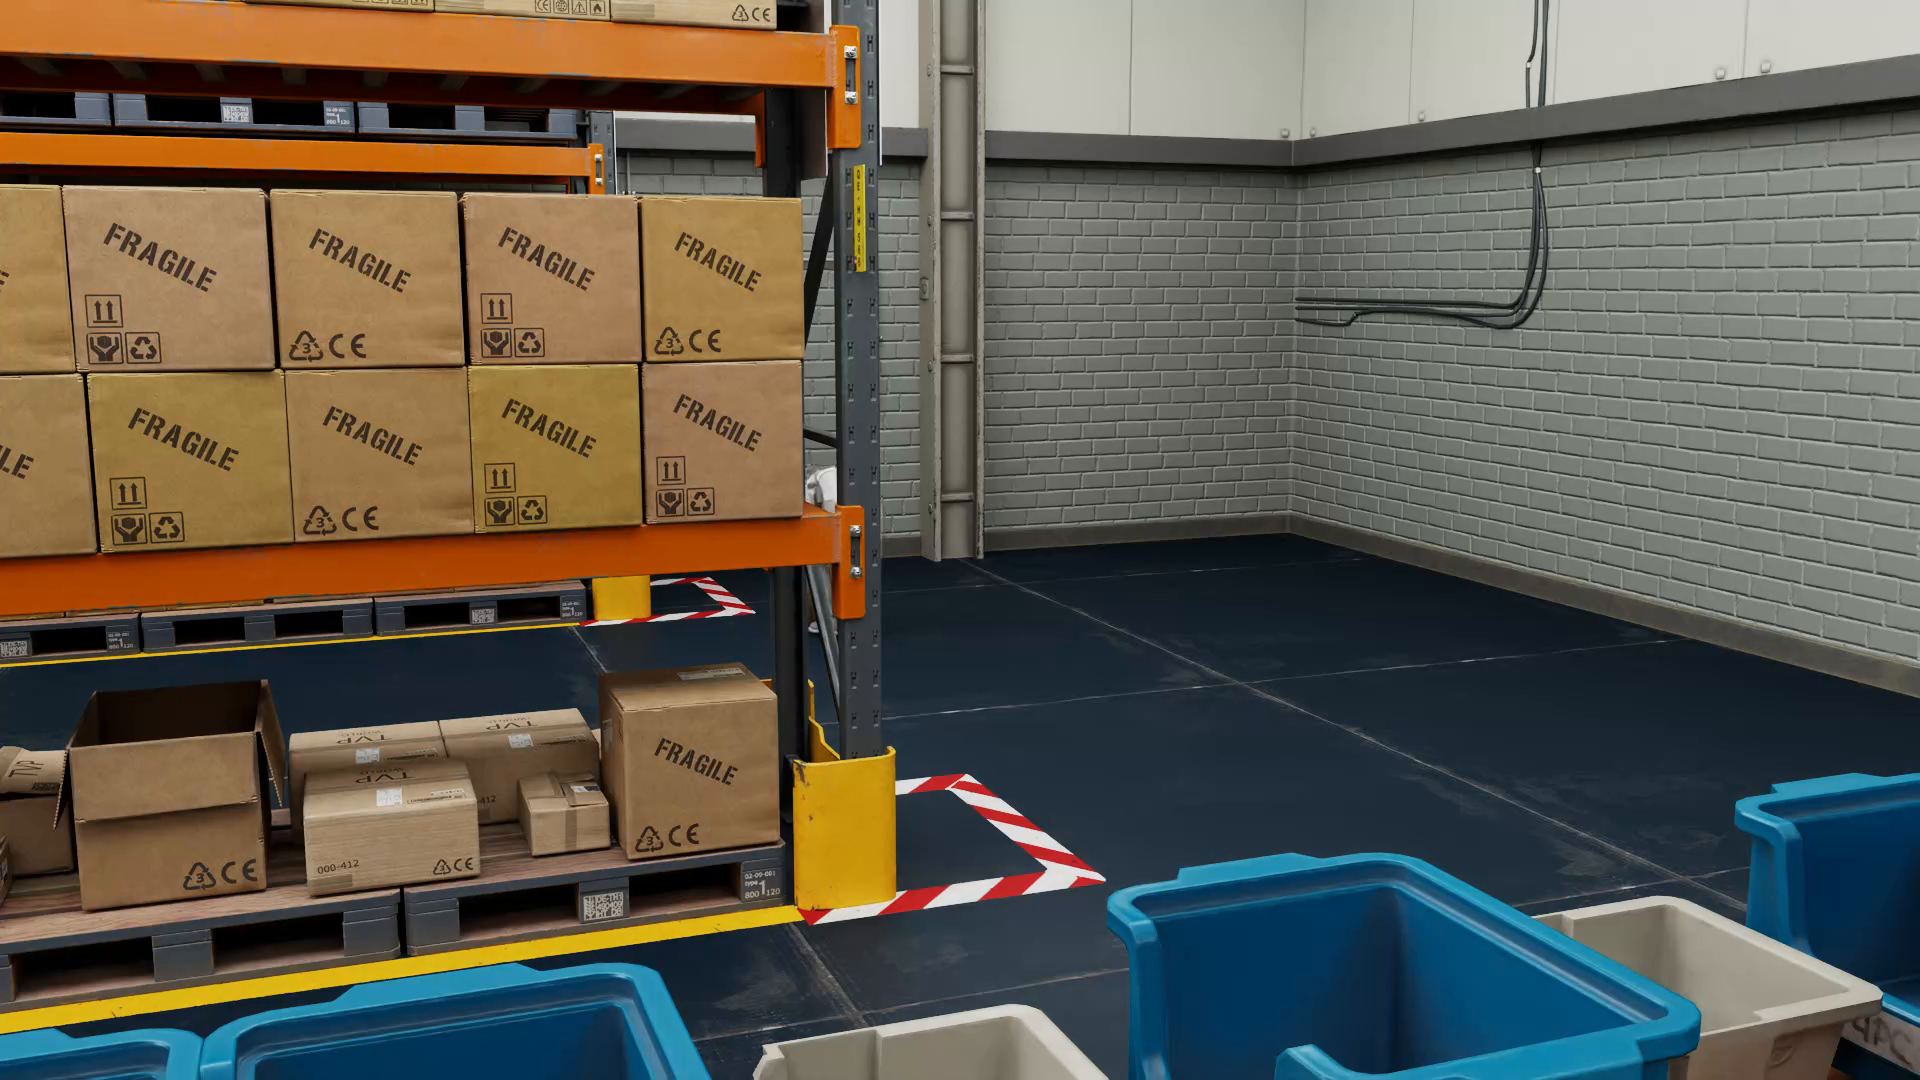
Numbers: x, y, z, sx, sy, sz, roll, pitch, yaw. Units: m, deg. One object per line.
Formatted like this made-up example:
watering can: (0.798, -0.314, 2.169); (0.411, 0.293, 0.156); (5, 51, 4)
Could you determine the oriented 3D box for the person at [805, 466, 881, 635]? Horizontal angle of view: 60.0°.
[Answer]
person: (-0.754, 0.035, 9.788); (0.426, 0.995, 0.912); (-4, 10, -23)
